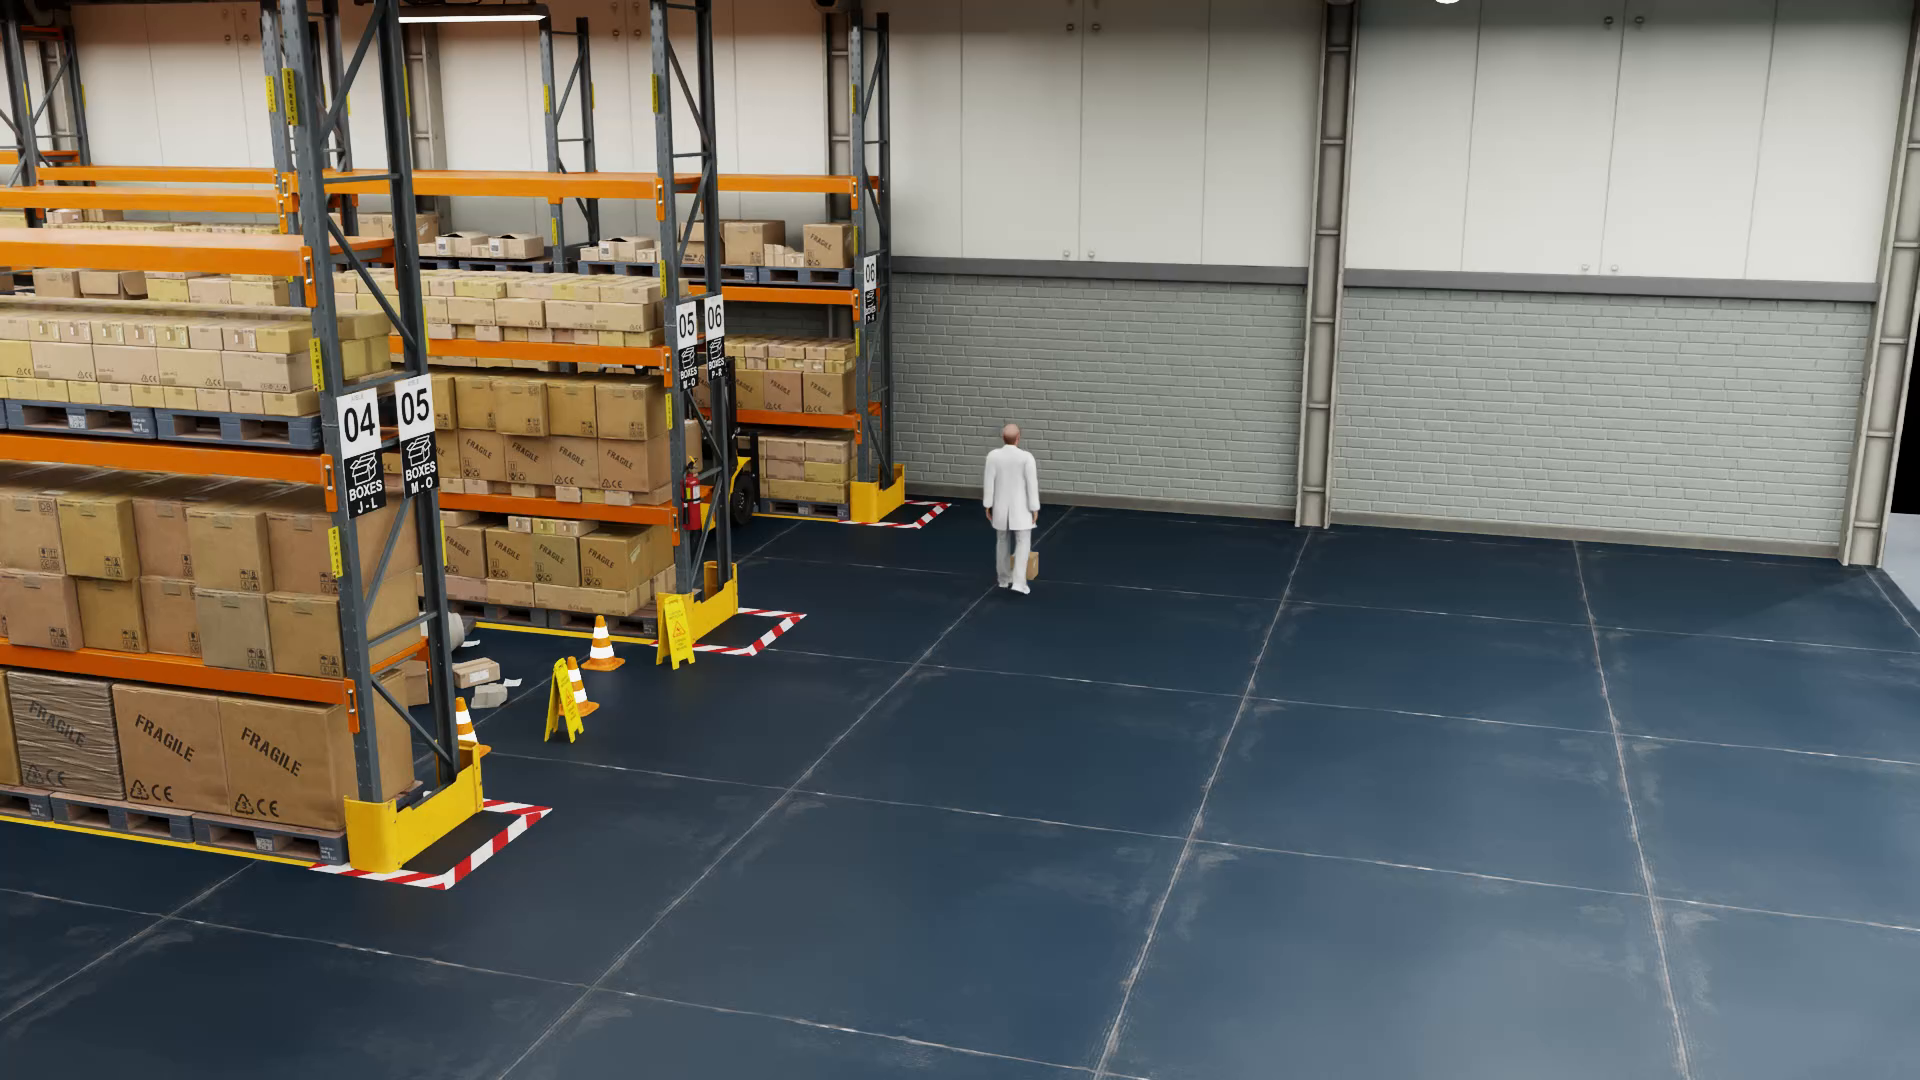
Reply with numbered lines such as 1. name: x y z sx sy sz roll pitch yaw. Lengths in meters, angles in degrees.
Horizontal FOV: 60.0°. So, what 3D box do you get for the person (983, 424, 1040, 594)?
1. person: 0.550 -0.339 17.320 0.617 1.790 0.722 4 15 16
